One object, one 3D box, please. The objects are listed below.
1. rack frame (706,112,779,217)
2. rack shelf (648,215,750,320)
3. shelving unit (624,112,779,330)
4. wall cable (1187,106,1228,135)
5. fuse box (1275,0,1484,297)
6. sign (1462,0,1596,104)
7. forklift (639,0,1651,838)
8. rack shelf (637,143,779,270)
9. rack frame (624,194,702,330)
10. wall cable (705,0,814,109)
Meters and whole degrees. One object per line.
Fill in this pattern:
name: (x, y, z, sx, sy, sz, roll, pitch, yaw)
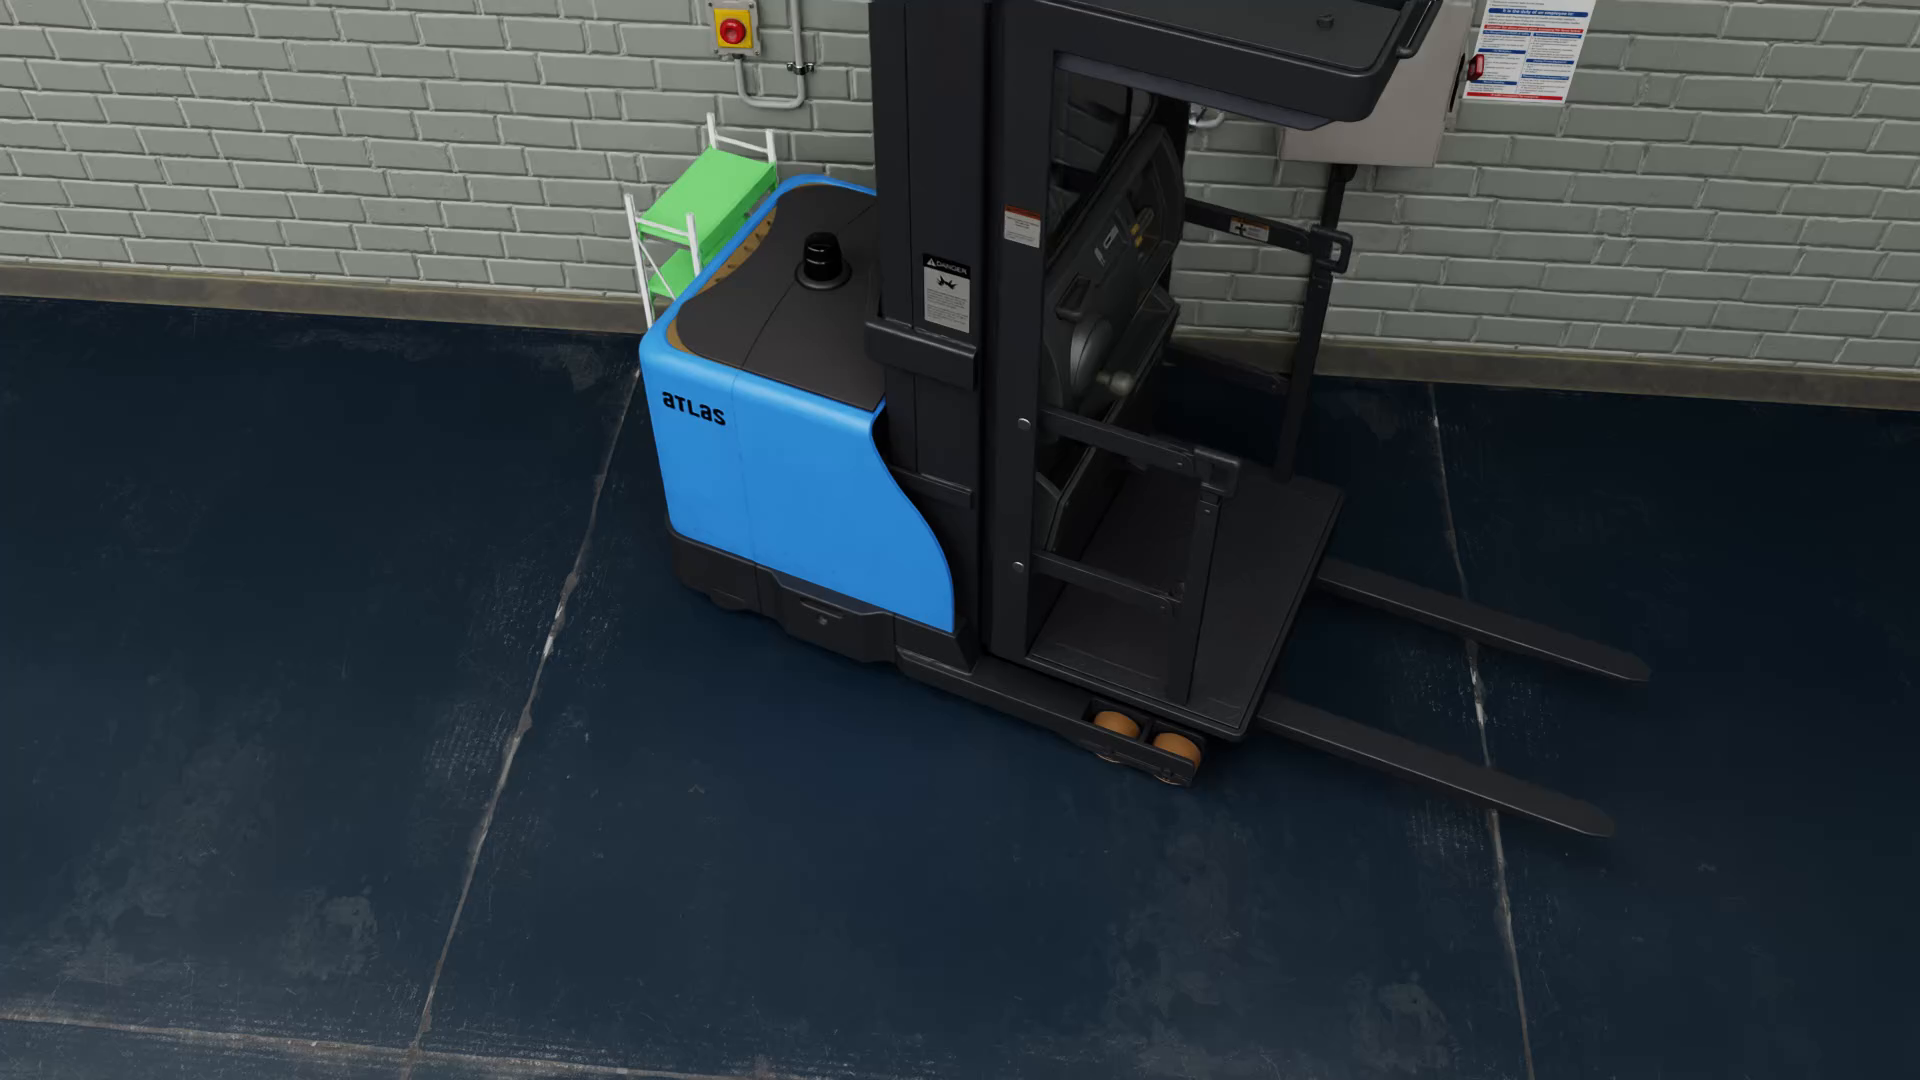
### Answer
rack frame: (-0.709, -0.940, 5.797, 0.240, 1.200, 0.015, 19, 50, 17)
rack shelf: (-0.812, -0.896, 5.517, 0.258, 0.148, 0.480, 19, 50, 17)
shelving unit: (-0.811, -0.777, 5.647, 0.258, 1.200, 0.503, 19, 50, 17)
wall cable: (0.629, -2.017, 4.873, 0.588, 1.984, 0.122, 4, 48, 4)
fuse box: (1.294, -1.078, 5.576, 0.539, 1.711, 0.414, 4, 48, 4)
sign: (1.805, -1.599, 5.244, 0.329, 0.494, 0.001, 4, 48, 4)
forklift: (0.603, -0.695, 4.399, 3.031, 2.935, 1.130, 19, 50, 17)
rack shelf: (-0.812, -1.058, 5.340, 0.258, 0.148, 0.480, 19, 50, 17)
rack frame: (-0.914, -0.614, 5.498, 0.240, 1.200, 0.015, 19, 50, 17)
wall cable: (-0.784, -2.114, 4.941, 0.585, 1.953, 0.123, 4, 48, 4)
